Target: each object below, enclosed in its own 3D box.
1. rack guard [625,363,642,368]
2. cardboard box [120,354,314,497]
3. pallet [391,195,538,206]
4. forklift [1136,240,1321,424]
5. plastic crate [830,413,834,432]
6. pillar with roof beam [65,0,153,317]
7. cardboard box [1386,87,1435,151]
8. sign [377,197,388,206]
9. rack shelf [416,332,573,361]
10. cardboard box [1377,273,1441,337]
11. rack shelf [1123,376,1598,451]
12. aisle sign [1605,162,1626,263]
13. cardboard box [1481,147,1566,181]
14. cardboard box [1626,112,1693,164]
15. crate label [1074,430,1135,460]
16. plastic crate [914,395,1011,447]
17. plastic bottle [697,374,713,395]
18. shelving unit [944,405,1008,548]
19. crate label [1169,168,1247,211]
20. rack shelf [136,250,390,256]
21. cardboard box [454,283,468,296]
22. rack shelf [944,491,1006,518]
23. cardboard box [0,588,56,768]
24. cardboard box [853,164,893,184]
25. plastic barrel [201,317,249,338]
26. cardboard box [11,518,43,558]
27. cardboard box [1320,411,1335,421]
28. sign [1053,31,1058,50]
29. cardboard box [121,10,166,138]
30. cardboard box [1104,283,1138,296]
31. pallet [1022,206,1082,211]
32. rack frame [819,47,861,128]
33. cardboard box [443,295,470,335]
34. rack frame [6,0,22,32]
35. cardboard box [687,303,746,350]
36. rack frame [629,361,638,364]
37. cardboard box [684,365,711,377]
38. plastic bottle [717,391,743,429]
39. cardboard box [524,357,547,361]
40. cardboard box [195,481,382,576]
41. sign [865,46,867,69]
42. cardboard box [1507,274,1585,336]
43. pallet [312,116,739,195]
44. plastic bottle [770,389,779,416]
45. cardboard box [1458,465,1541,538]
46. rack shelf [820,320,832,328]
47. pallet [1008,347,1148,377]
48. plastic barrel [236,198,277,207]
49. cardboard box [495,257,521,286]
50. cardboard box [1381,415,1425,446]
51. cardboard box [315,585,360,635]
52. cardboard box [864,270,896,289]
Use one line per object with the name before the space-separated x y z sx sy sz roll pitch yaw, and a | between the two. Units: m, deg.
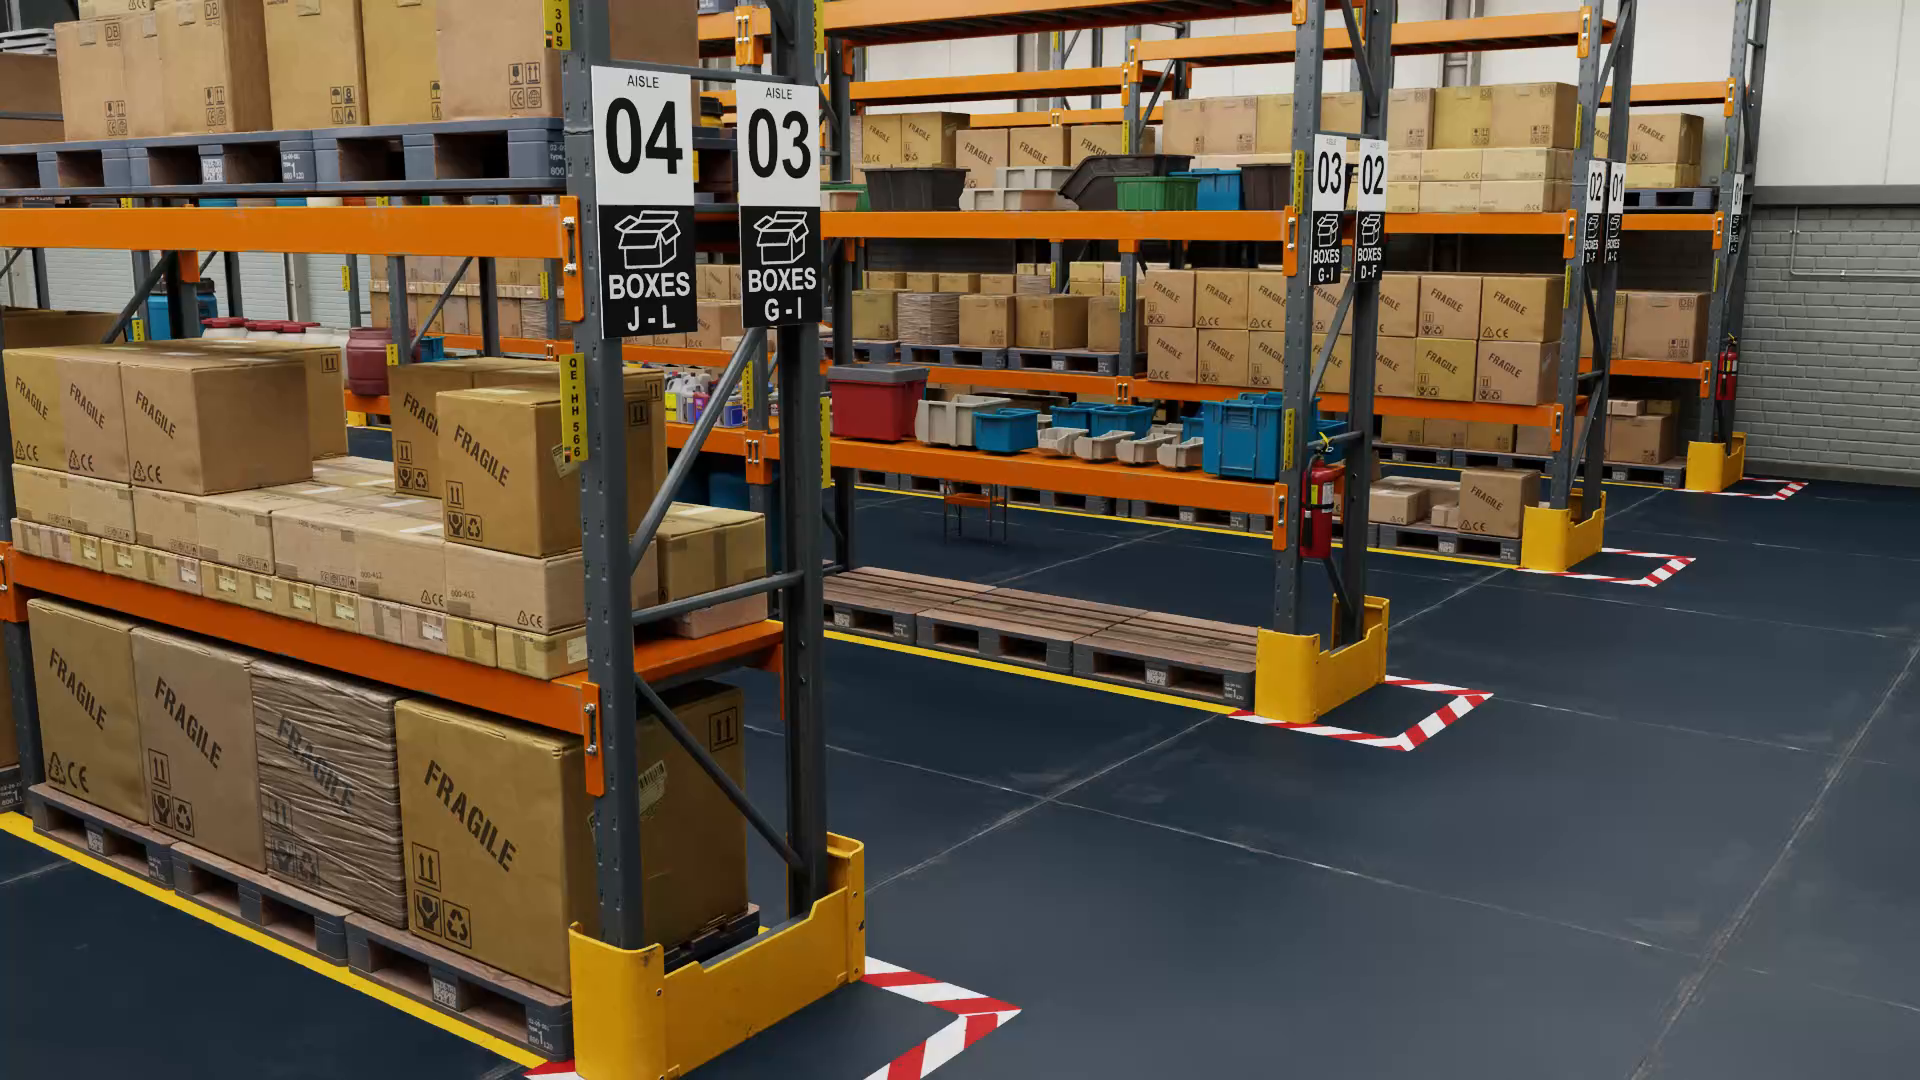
rack guard | -4.869 -2.633 26.824 0.348 0.500 1.175 8 13 36
cardboard box | -3.005 -0.478 6.741 0.500 0.500 0.500 7 13 34
pallet | -3.788 -2.732 13.353 1.213 0.211 1.003 8 13 36
forklift | 2.439 -2.235 18.366 3.031 2.935 1.130 8 14 37
plastic crate | -0.832 -0.829 11.453 0.243 0.136 0.396 8 13 36
pillar with roof beam | -20.911 -8.233 33.392 0.548 9.000 9.100 8 13 36
cardboard box | 3.793 -3.488 13.870 0.500 0.500 0.700 8 13 36
sign | -4.667 -2.789 13.427 0.005 0.325 0.100 8 13 36
rack shelf | -6.248 -2.532 21.614 4.000 0.370 1.077 8 13 36
cardboard box | 3.686 -1.973 13.937 0.500 0.500 0.500 8 14 37
rack shelf | 3.424 -1.183 14.641 4.000 0.370 1.077 8 13 36
aisle sign | 5.265 -2.625 13.356 0.004 0.787 0.394 8 13 36
cardboard box | 4.471 -2.974 13.189 0.500 0.250 0.500 8 13 36
cardboard box | 7.214 -4.133 17.151 0.500 0.500 0.500 8 13 35
crate label | 0.873 -0.580 10.165 0.243 0.136 0.396 8 13 36
plastic crate | -0.001 -0.774 10.790 0.530 0.282 0.437 8 13 36
plastic bottle | -2.017 -1.157 12.938 0.135 0.276 0.152 8 13 36
shelving unit | 0.133 -0.570 14.320 0.503 1.200 0.258 8 13 36
crate label | 1.549 -2.106 10.014 0.502 0.251 0.408 8 13 36
rack shelf | -5.959 -2.797 15.087 4.000 0.370 1.077 8 13 36
cardboard box | -6.220 -3.198 21.192 0.250 0.149 0.380 8 14 37
rack shelf | 0.133 -0.309 14.370 0.480 0.148 0.258 8 13 36
cardboard box | -4.582 0.523 8.416 0.875 0.875 1.225 8 14 36
cardboard box | -0.629 -3.631 17.242 0.500 0.500 0.910 8 13 36
plastic barrel | -6.929 -1.828 15.724 0.433 0.535 0.433 0 11 0
cardboard box | -4.013 -0.037 7.487 0.250 0.149 0.380 8 14 36
cardboard box | 4.141 -1.724 20.096 0.750 0.750 0.750 8 14 36
sign | 1.204 -6.328 20.880 0.005 0.325 0.100 8 13 36
cardboard box | -2.957 -1.882 6.831 0.500 0.500 0.700 9 14 38
cardboard box | 2.174 -3.020 21.145 0.500 0.500 0.500 9 14 37
pallet | 1.328 -3.225 15.902 1.003 0.211 1.213 8 13 36
rack frame | -1.412 -5.156 17.490 0.127 3.000 1.000 8 13 36
cardboard box | -6.242 -2.931 21.520 0.500 0.500 0.700 8 14 37
rack frame | -10.795 -5.298 18.221 0.127 3.000 1.000 8 13 36
cardboard box | -2.774 -2.446 19.012 0.500 0.500 0.500 7 13 33
rack frame | -4.931 -3.869 26.631 0.127 3.000 1.000 8 13 36
cardboard box | -3.967 -2.609 26.040 0.500 0.311 0.500 9 14 40
plastic bottle | -1.632 -0.937 11.802 0.135 0.276 0.152 8 13 36
cardboard box | -5.630 -2.097 21.632 0.500 0.500 0.500 8 13 36
cardboard box | -2.619 -0.054 6.521 0.500 0.250 0.500 8 14 36
sign | -1.383 -6.987 24.075 0.005 0.325 0.100 8 13 36
cardboard box | 4.835 -1.941 13.772 0.500 0.500 0.500 8 14 37
pallet | -1.435 -1.306 5.720 1.213 0.211 1.003 8 13 36
plastic bottle | -1.377 -1.037 12.517 0.097 0.201 0.097 0 11 0
cardboard box | 4.452 -0.323 13.727 0.500 0.500 0.500 8 13 36
rack shelf | -0.095 -2.841 23.212 4.000 0.370 1.077 8 13 36
pallet | 1.233 -1.773 16.304 1.213 0.211 1.003 8 13 36
plastic barrel | -6.505 -3.524 15.630 0.600 0.901 0.600 0 11 0
cardboard box | -5.405 -3.452 20.797 0.500 0.500 0.700 8 13 35
cardboard box | 5.283 -1.399 19.339 0.500 0.500 0.700 8 14 36
cardboard box | -2.136 0.224 6.136 0.250 0.149 0.380 8 13 34
cardboard box | -1.317 -3.622 23.932 0.500 0.500 0.700 8 14 36
